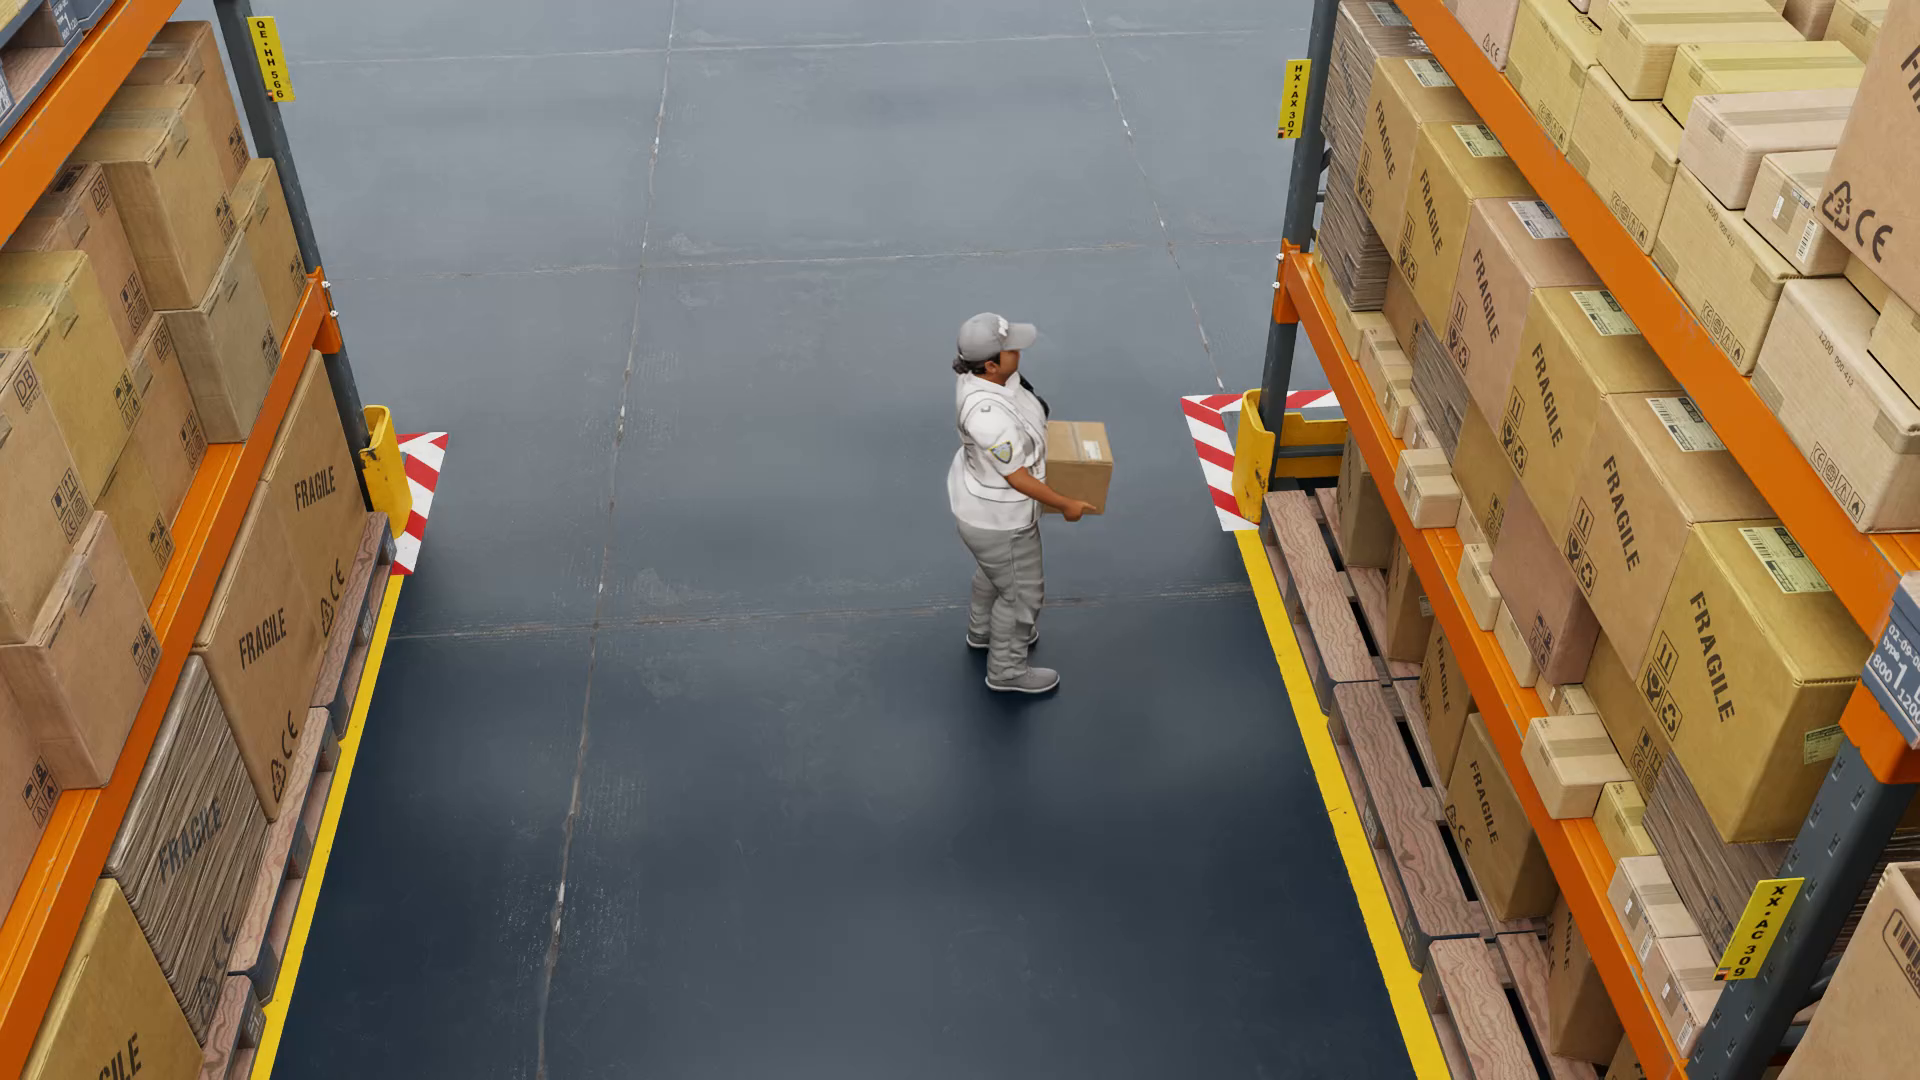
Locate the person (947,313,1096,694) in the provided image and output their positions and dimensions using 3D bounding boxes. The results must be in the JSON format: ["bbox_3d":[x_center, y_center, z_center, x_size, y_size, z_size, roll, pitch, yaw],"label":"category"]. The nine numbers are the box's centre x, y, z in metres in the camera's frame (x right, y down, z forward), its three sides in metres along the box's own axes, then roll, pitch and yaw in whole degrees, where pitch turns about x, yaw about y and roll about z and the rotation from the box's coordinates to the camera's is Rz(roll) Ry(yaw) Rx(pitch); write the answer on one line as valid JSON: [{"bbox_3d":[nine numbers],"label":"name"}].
[{"bbox_3d":[0.225,-0.138,6.328,0.541,1.653,0.453,-3,39,-4],"label":"person"}]
